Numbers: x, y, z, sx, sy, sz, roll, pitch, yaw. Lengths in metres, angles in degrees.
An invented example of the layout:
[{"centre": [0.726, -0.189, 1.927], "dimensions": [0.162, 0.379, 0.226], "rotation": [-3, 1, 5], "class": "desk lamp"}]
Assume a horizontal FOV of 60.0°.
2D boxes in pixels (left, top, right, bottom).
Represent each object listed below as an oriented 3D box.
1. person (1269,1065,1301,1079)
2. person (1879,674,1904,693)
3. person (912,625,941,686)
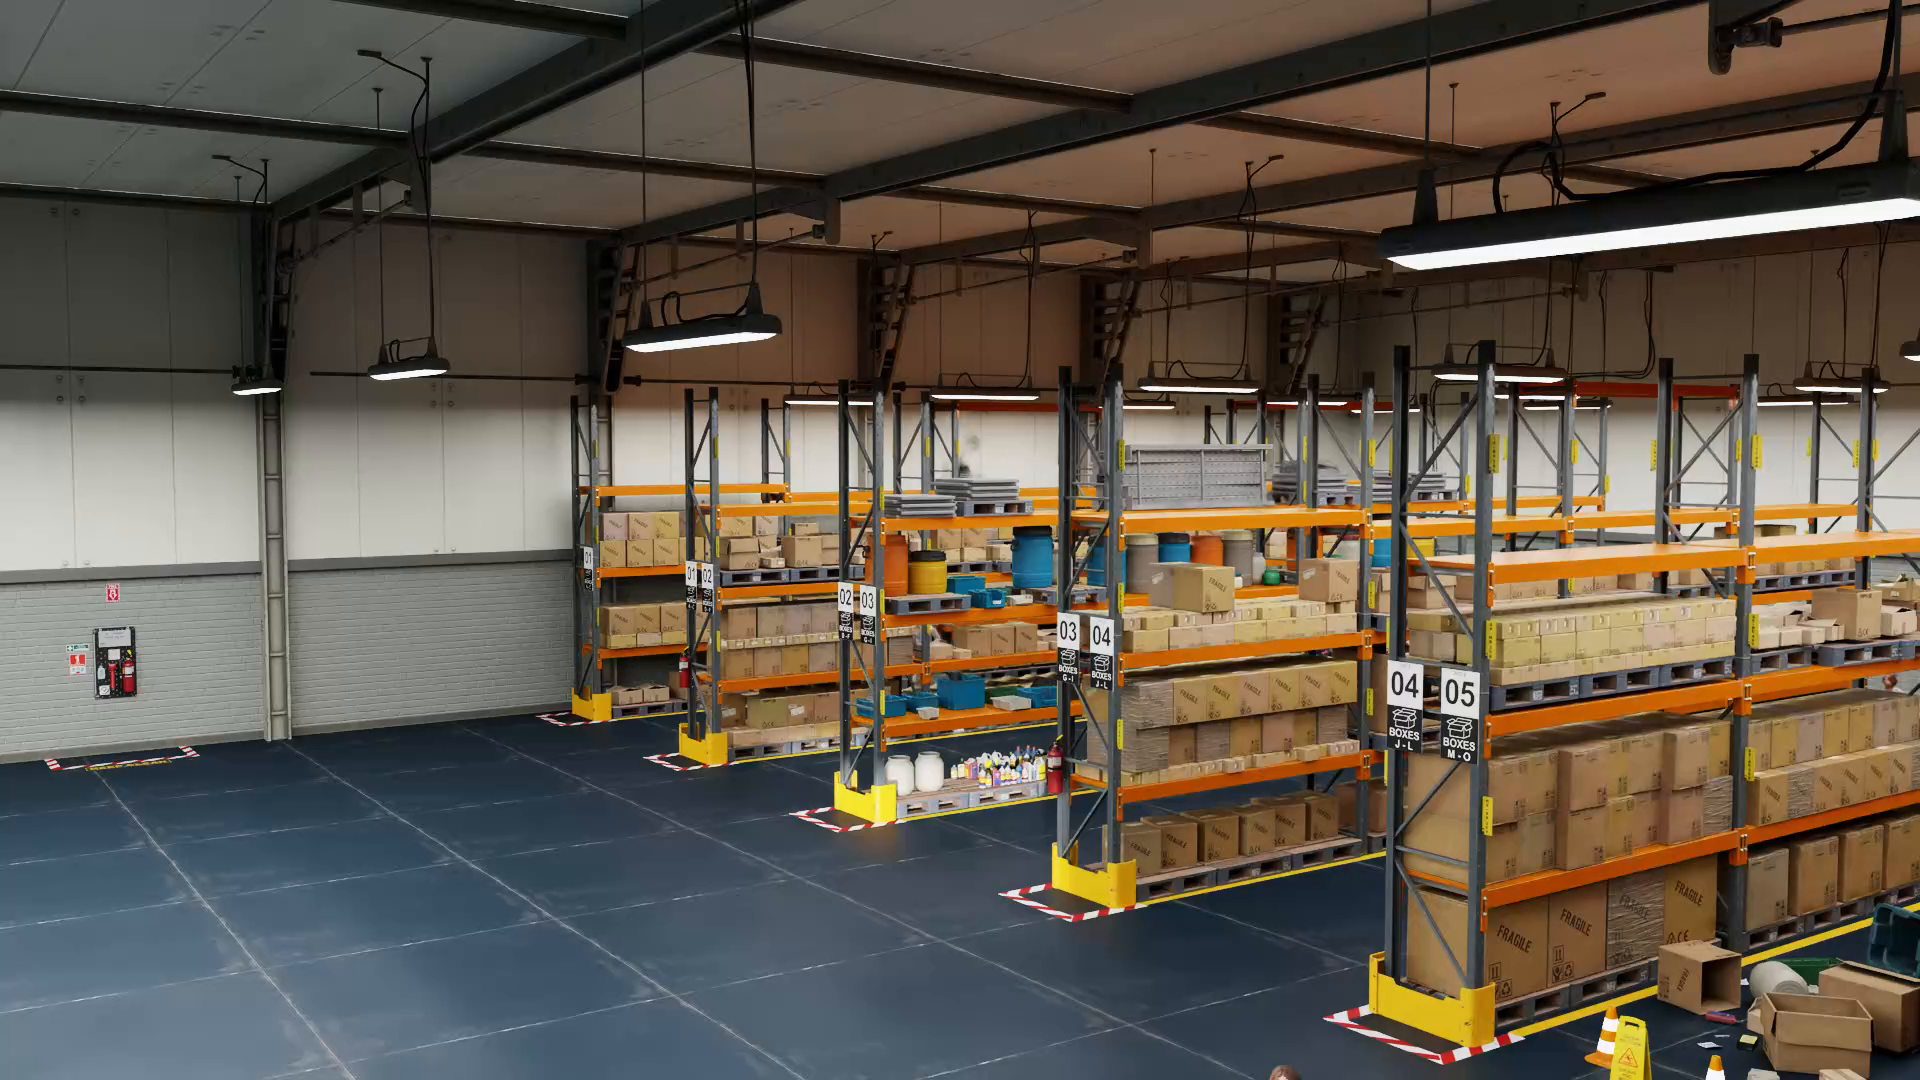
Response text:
[{"centre": [1.818, 3.791, 9.453], "dimensions": [0.510, 1.648, 0.724], "rotation": [0, 3, 8], "class": "person"}, {"centre": [14.310, 2.844, 25.538], "dimensions": [0.777, 1.584, 0.546], "rotation": [-2, 4, -33], "class": "person"}, {"centre": [-0.750, 2.241, 31.615], "dimensions": [0.712, 1.771, 0.961], "rotation": [3, 5, 43], "class": "person"}]
